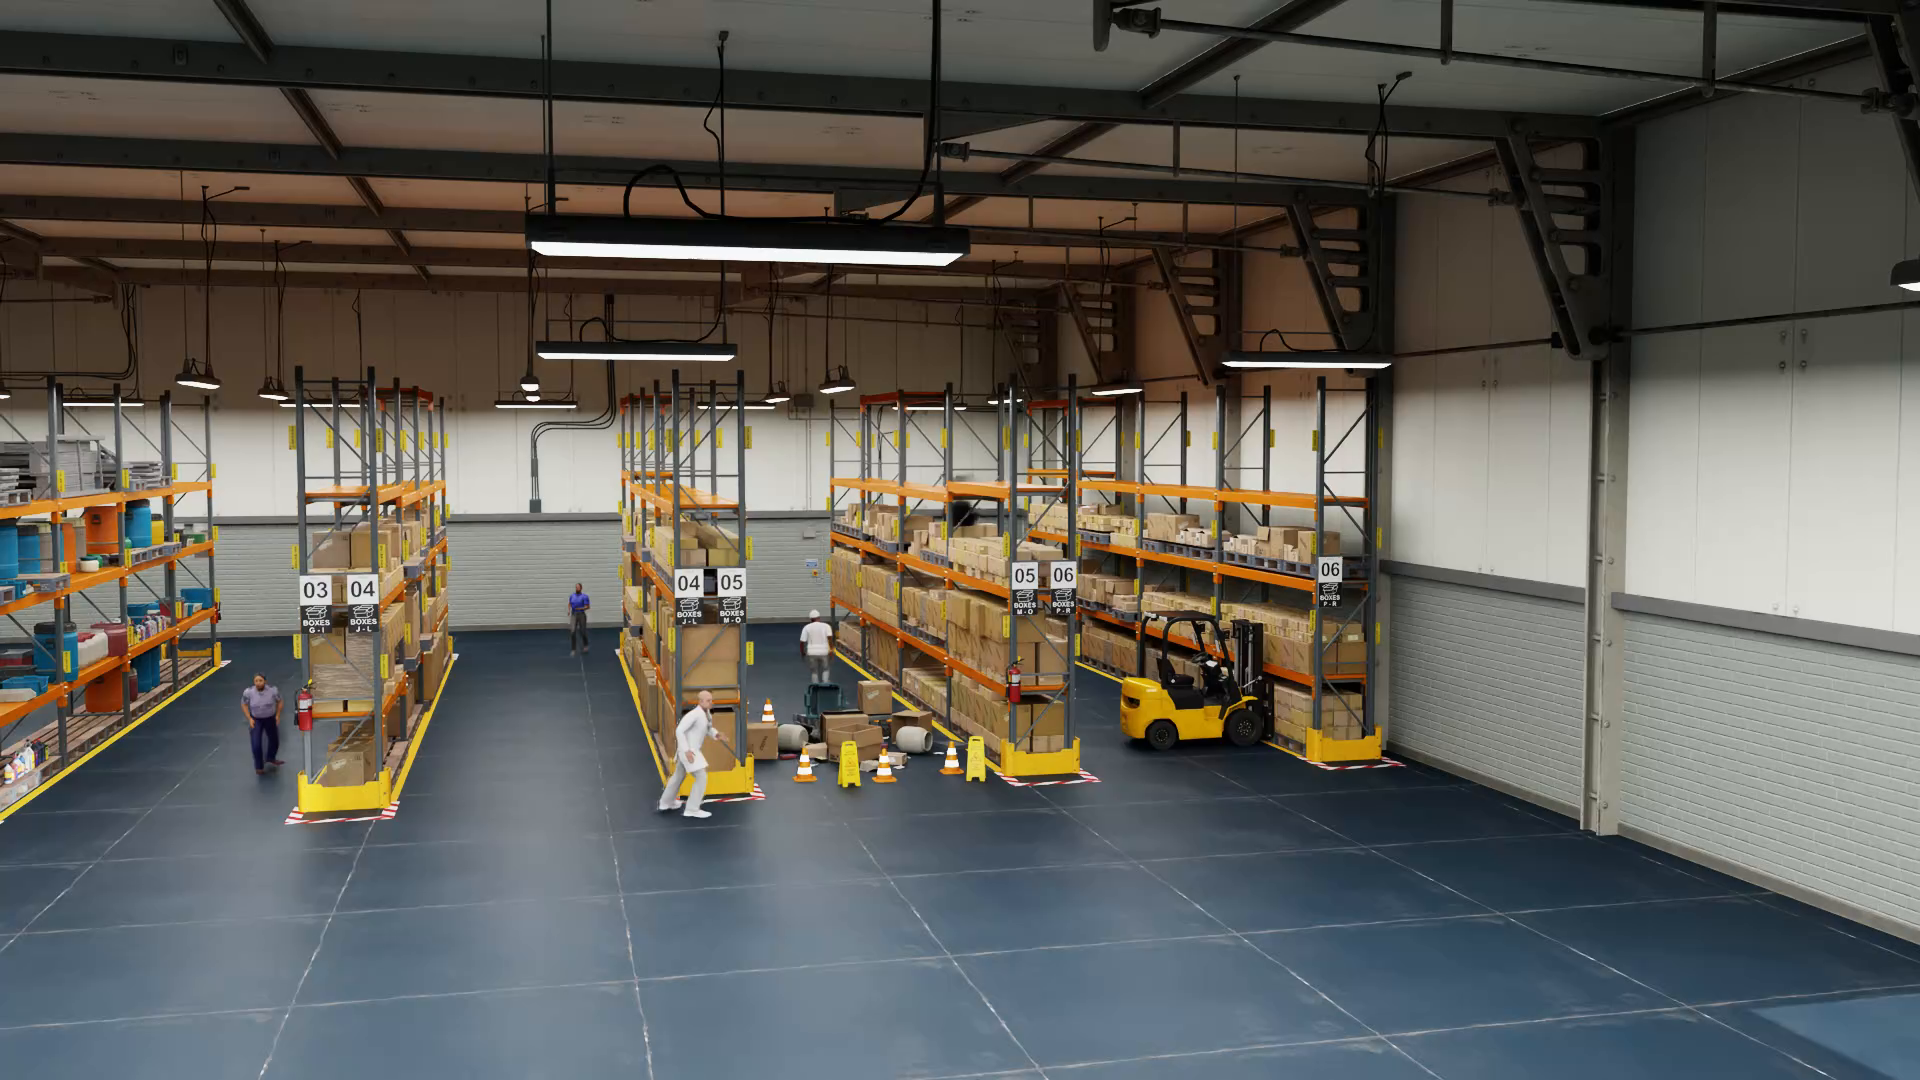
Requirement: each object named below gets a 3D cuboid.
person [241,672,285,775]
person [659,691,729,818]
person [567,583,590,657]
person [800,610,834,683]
[{"bbox_3d":[-10.500,2.735,25.085,0.637,1.560,0.792,-2,4,-31],"label":"person"},{"bbox_3d":[-3.567,2.839,22.200,0.958,1.704,0.765,0,3,-1],"label":"person"},{"bbox_3d":[-8.929,1.854,38.915,0.560,1.707,0.767,0,3,5],"label":"person"},{"bbox_3d":[-2.779,2.217,32.326,0.664,1.669,0.683,0,3,-5],"label":"person"}]
